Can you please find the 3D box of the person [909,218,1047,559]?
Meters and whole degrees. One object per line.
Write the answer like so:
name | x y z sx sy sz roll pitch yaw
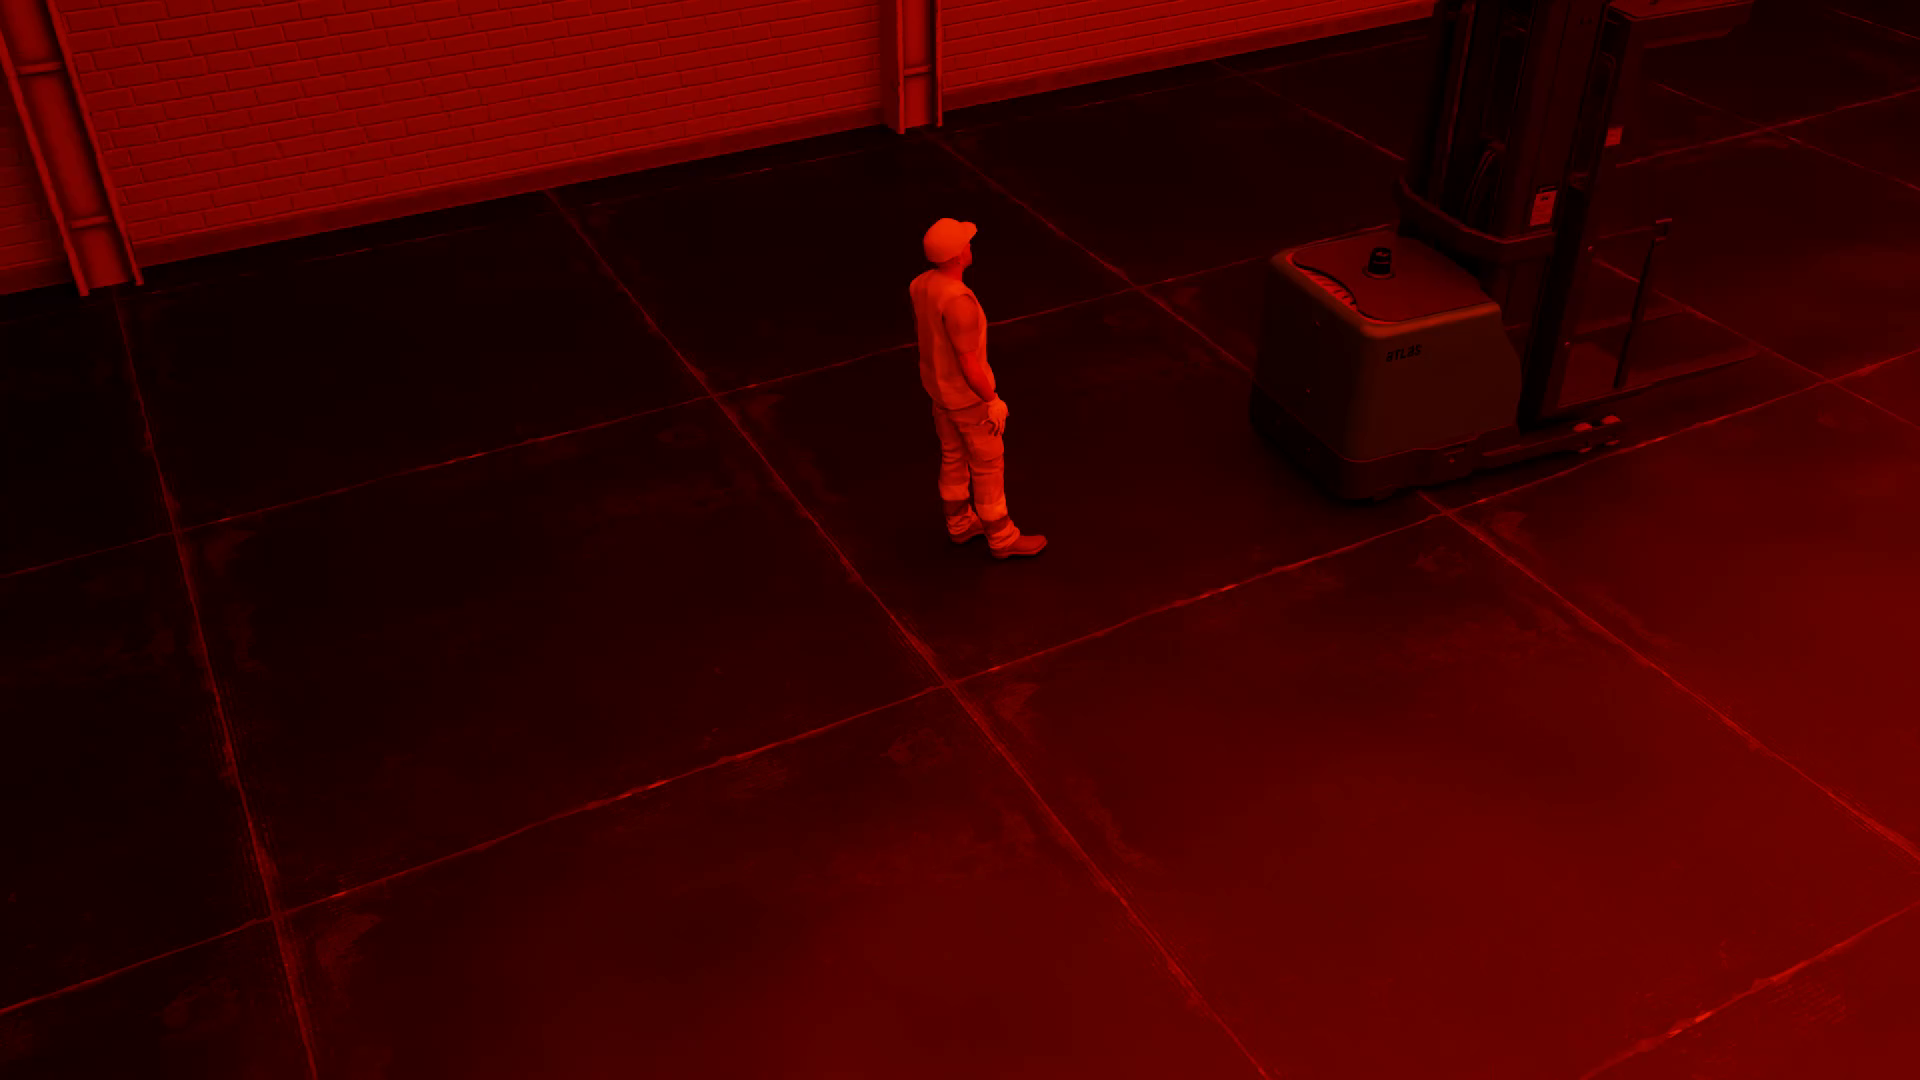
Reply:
person | 0.076 -0.752 8.163 0.564 1.787 0.637 -17 39 -23

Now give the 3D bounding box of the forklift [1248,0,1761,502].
forklift | 3.223 -1.955 8.888 3.031 2.935 1.130 -14 38 -19
